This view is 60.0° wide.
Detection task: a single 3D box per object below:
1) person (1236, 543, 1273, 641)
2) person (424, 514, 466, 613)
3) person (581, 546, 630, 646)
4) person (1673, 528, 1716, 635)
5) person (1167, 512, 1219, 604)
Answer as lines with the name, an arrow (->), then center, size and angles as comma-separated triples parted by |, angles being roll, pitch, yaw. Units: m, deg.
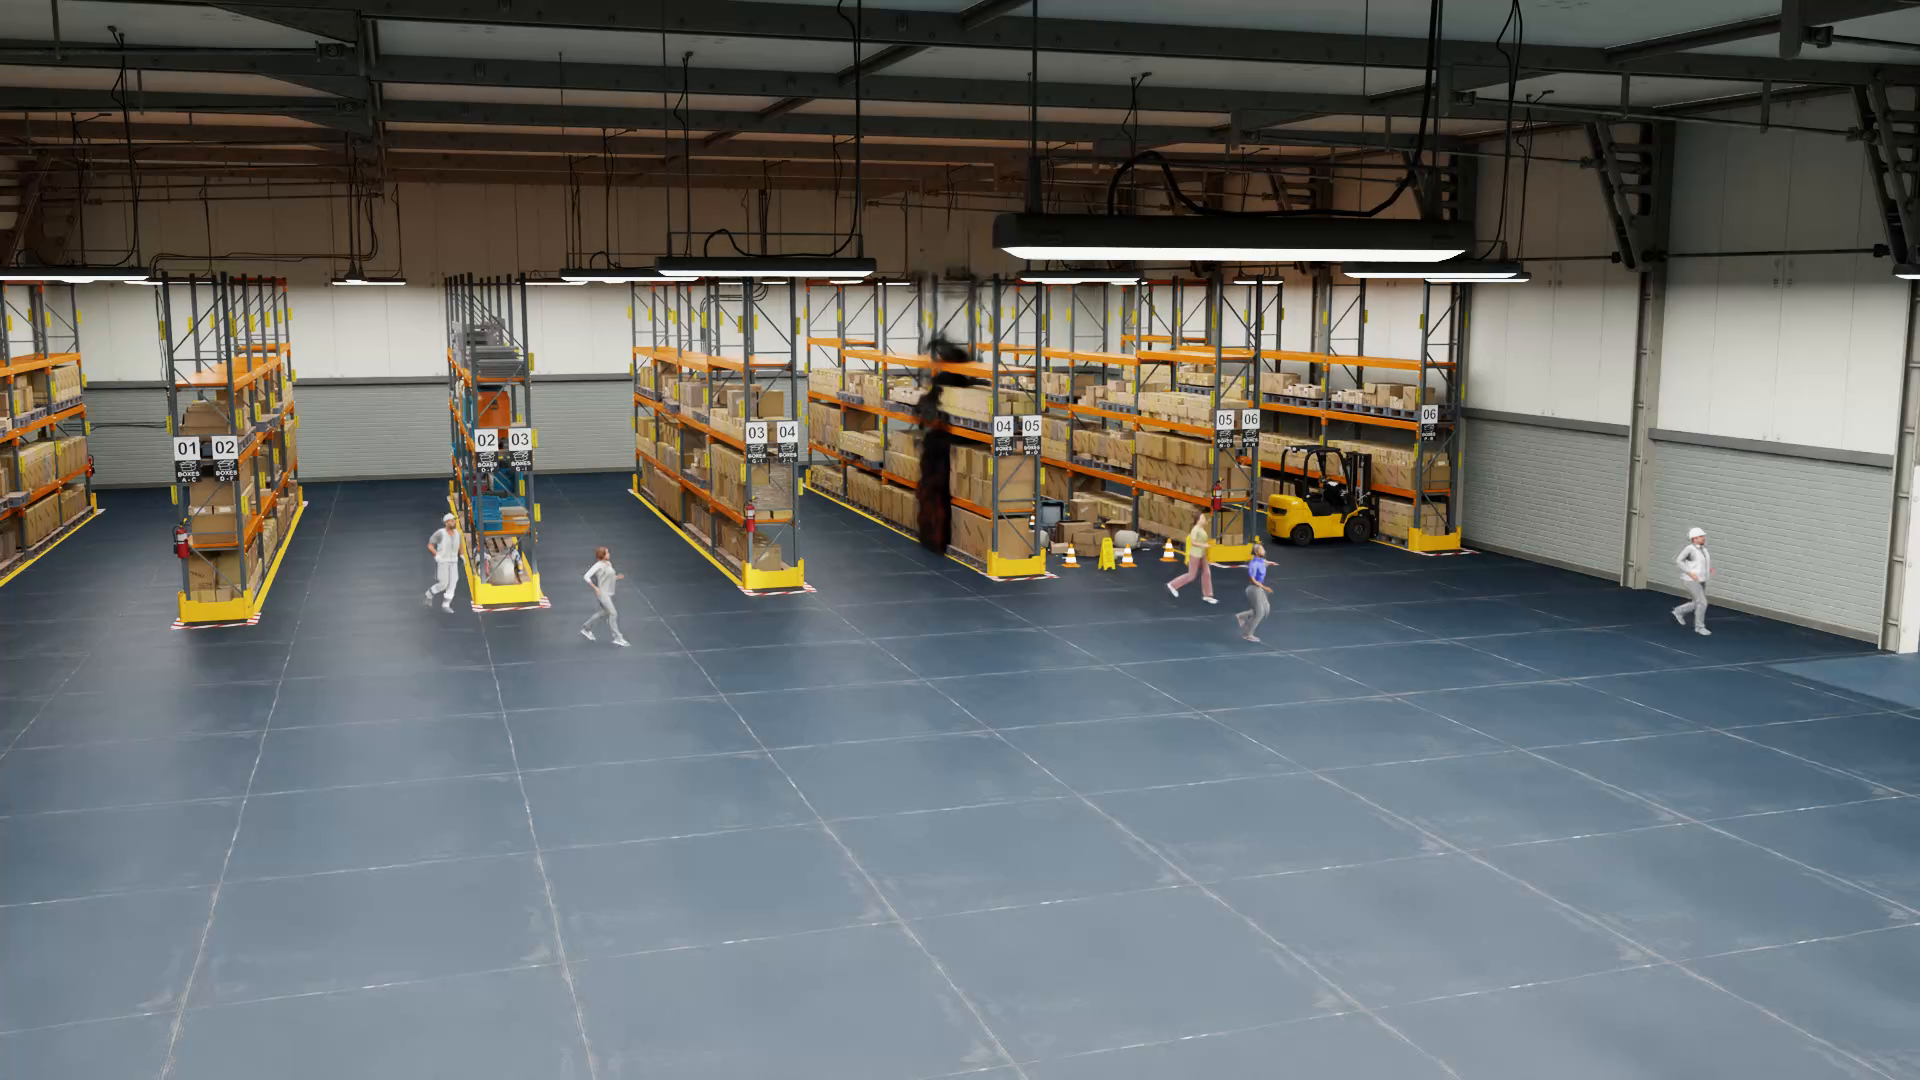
person -> 4.841, 0.849, 27.204 | 0.609, 1.617, 0.589 | 3, 9, 22
person -> -9.158, 0.392, 29.720 | 0.680, 1.737, 0.703 | 7, 11, 38
person -> -5.721, 0.906, 26.727 | 0.871, 1.572, 0.531 | 1, 9, 9
person -> 12.276, 0.671, 27.829 | 0.669, 1.766, 0.767 | -6, 11, -37
person -> 4.308, 0.313, 30.524 | 0.950, 1.675, 0.585 | 4, 10, 25
